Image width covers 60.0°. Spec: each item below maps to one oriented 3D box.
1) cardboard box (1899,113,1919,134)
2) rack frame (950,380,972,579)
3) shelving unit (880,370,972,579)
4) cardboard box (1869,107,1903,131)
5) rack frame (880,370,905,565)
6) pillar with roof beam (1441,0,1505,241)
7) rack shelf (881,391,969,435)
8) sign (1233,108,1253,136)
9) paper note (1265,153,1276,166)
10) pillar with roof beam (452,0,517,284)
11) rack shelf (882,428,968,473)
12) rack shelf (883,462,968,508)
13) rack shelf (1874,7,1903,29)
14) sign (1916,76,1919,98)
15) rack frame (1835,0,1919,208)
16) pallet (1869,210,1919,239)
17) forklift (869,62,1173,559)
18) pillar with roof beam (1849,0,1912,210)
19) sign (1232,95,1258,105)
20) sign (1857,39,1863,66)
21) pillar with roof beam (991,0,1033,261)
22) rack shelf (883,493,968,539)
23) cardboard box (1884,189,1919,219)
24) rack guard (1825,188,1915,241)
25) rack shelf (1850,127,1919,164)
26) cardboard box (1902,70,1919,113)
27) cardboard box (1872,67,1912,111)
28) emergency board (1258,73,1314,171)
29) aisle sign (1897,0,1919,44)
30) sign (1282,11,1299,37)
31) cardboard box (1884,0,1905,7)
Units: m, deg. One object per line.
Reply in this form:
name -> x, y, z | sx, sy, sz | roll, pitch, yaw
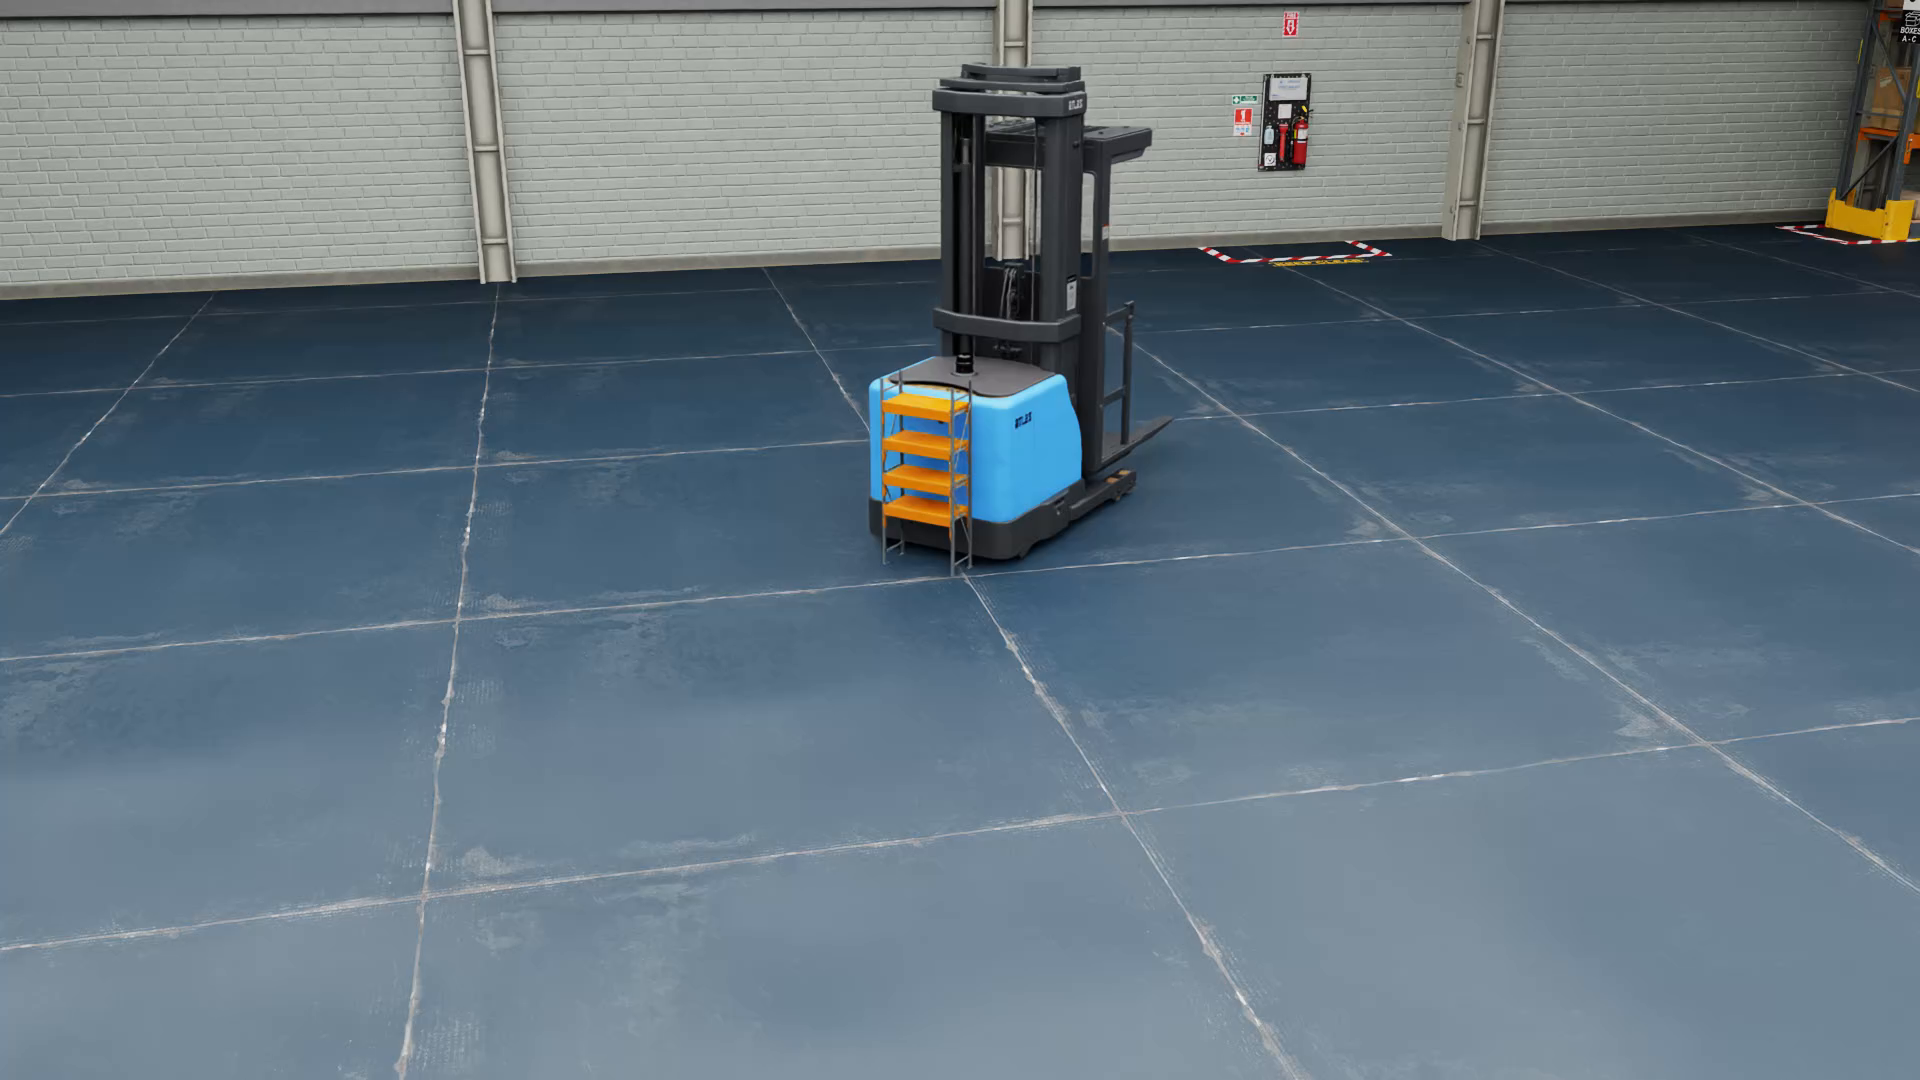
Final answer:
cardboard box -> 12.353, -5.306, 21.129 | 0.500, 0.250, 0.500 | -5, 21, -14
rack frame -> 0.009, -0.359, 10.051 | 0.015, 1.200, 0.240 | 11, 23, 28
shelving unit -> -0.204, -0.401, 10.164 | 0.503, 1.200, 0.258 | 11, 23, 28
cardboard box -> 12.216, -5.476, 21.592 | 0.500, 0.250, 0.500 | -4, 21, -12
rack frame -> -0.416, -0.442, 10.277 | 0.015, 1.200, 0.240 | 11, 23, 28
pillar with roof beam -> 7.439, -6.681, 15.971 | 0.400, 9.000, 9.100 | -5, 21, -12
rack shelf -> -0.204, -0.770, 10.028 | 0.480, 0.148, 0.258 | 11, 23, 28
sign -> 3.473, -5.130, 20.406 | 0.234, 0.329, 0.001 | -5, 21, -12
paper note -> 3.847, -4.718, 20.614 | 0.142, 0.148, 0.016 | -5, 21, -12
pillar with roof beam -> -4.239, -5.731, 13.378 | 0.400, 9.000, 9.100 | -5, 21, -12
rack shelf -> -0.204, -0.547, 10.110 | 0.480, 0.148, 0.258 | 11, 23, 28
rack shelf -> -0.204, -0.337, 10.187 | 0.480, 0.148, 0.258 | 11, 23, 28
rack shelf -> 13.752, -6.664, 21.331 | 4.000, 0.370, 1.077 | -5, 21, -12
sign -> 11.930, -5.660, 20.646 | 0.005, 0.325, 0.100 | -5, 21, -12
rack frame -> 11.805, -5.435, 21.291 | 0.127, 3.000, 1.000 | -5, 21, -12
pallet -> 12.678, -4.184, 21.930 | 1.213, 0.211, 1.003 | -5, 21, -12
forklift -> 0.588, -1.715, 11.235 | 1.130, 2.935, 3.031 | 11, 23, 28
pillar with roof beam -> 13.278, -7.156, 17.267 | 0.400, 9.000, 9.100 | -5, 21, -12
sign -> 3.479, -5.376, 20.308 | 0.331, 0.109, 0.001 | -5, 21, -12
sign -> 11.697, -6.315, 21.549 | 0.005, 0.325, 0.100 | -5, 21, -12
pillar with roof beam -> 1.600, -6.206, 14.674 | 0.400, 9.000, 9.100 | -5, 21, -12
rack shelf -> -0.204, -0.151, 10.255 | 0.480, 0.148, 0.258 | 11, 23, 28
cardboard box -> 12.499, -4.404, 21.745 | 0.500, 0.311, 0.500 | -7, 21, -19
rack guard -> 11.879, -4.267, 21.737 | 0.348, 0.500, 1.175 | -5, 21, -12
rack shelf -> 13.752, -5.256, 21.847 | 4.000, 0.370, 1.077 | -5, 21, -12
cardboard box -> 12.339, -5.663, 21.013 | 0.500, 0.500, 0.500 | -5, 21, -12
cardboard box -> 12.215, -5.835, 21.481 | 0.500, 0.500, 0.500 | -5, 21, -13
emergency board -> 4.035, -5.122, 20.437 | 0.643, 1.169, 0.194 | -5, 21, -12
aisle sign -> 11.804, -6.550, 20.554 | 0.004, 0.787, 0.394 | -5, 21, -12
sign -> 4.004, -6.244, 20.128 | 0.199, 0.298, 0.001 | -5, 21, -12
cardboard box -> 12.153, -7.018, 21.076 | 0.500, 0.500, 0.500 | -3, 20, -9
